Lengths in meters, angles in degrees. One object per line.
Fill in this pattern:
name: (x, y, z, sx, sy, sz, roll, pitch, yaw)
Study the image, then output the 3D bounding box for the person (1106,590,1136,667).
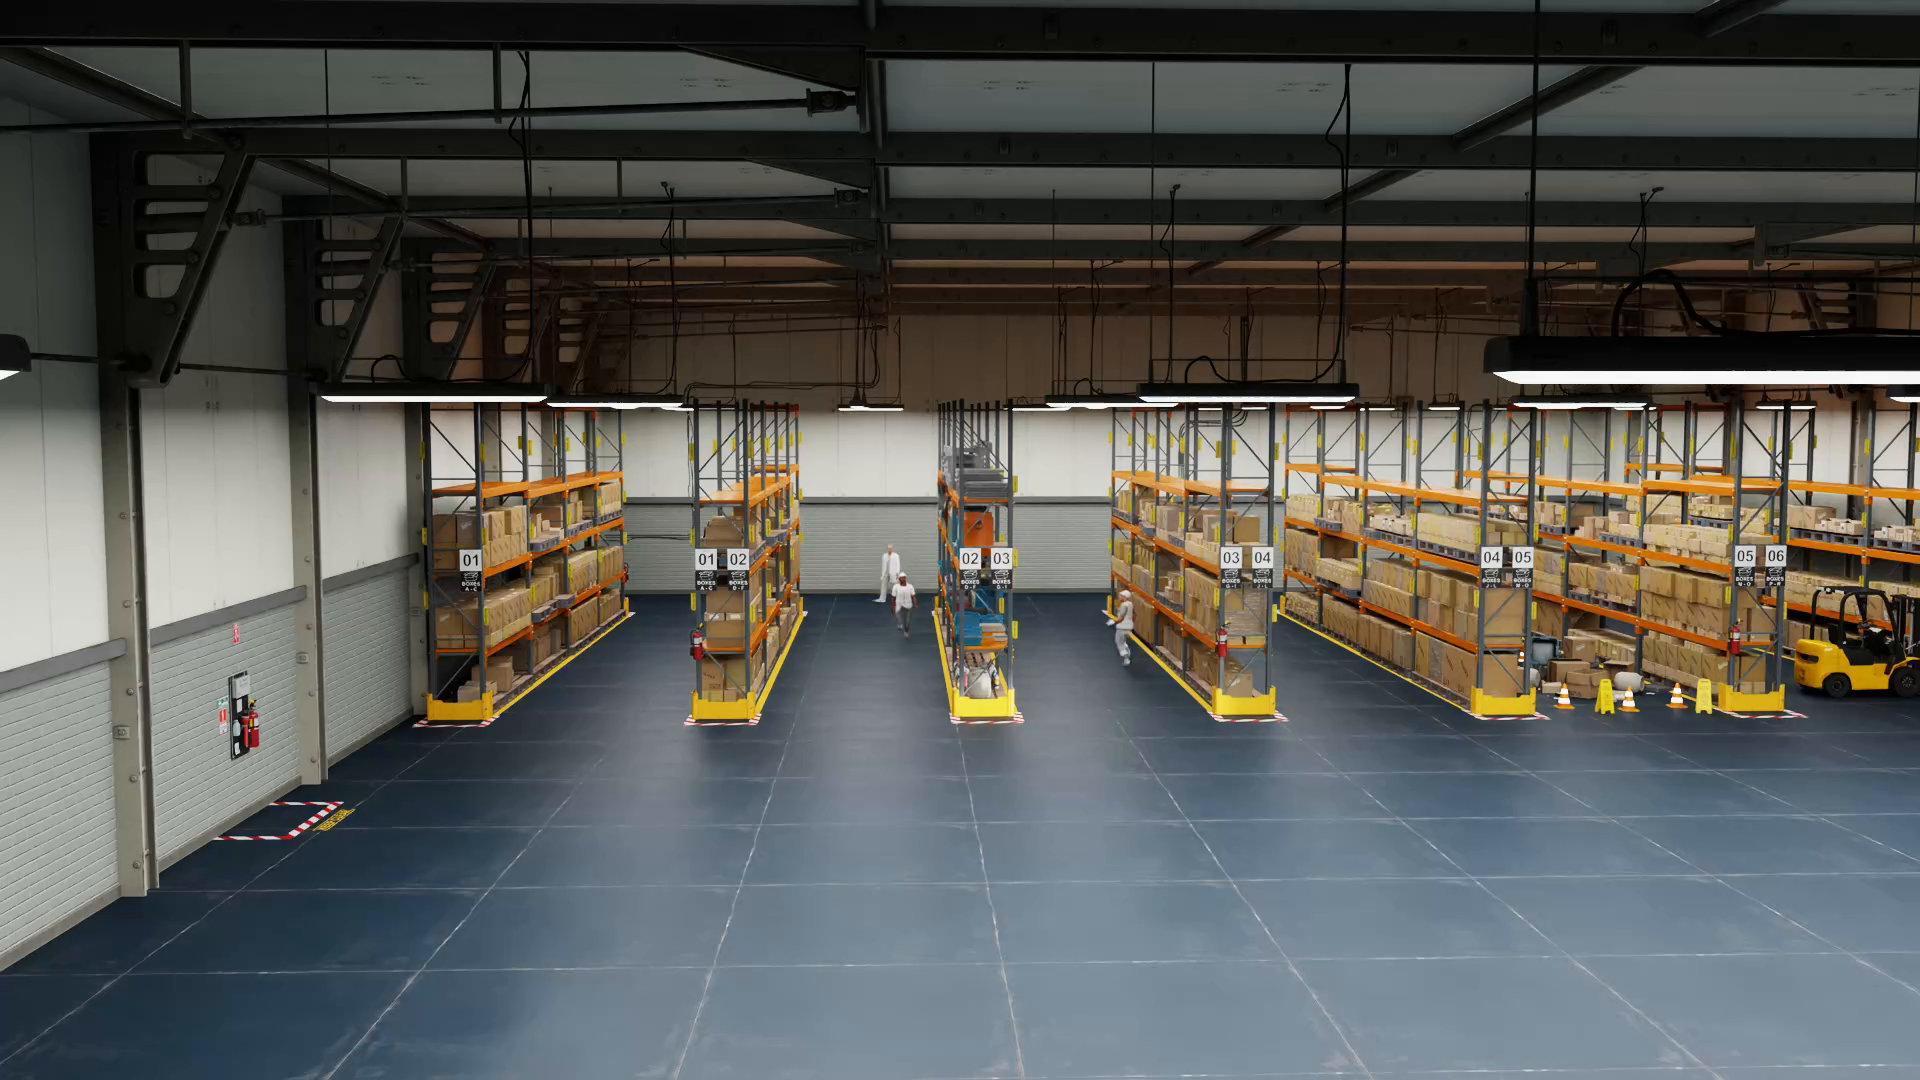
person: (3.699, 1.991, 37.764, 0.742, 1.720, 0.542, -3, 5, -37)

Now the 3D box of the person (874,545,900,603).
person: (-2.127, 1.065, 50.509, 0.672, 1.653, 1.097, 3, 5, 35)

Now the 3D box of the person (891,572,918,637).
person: (-1.403, 1.657, 41.877, 0.671, 1.676, 1.060, 0, 4, -3)
